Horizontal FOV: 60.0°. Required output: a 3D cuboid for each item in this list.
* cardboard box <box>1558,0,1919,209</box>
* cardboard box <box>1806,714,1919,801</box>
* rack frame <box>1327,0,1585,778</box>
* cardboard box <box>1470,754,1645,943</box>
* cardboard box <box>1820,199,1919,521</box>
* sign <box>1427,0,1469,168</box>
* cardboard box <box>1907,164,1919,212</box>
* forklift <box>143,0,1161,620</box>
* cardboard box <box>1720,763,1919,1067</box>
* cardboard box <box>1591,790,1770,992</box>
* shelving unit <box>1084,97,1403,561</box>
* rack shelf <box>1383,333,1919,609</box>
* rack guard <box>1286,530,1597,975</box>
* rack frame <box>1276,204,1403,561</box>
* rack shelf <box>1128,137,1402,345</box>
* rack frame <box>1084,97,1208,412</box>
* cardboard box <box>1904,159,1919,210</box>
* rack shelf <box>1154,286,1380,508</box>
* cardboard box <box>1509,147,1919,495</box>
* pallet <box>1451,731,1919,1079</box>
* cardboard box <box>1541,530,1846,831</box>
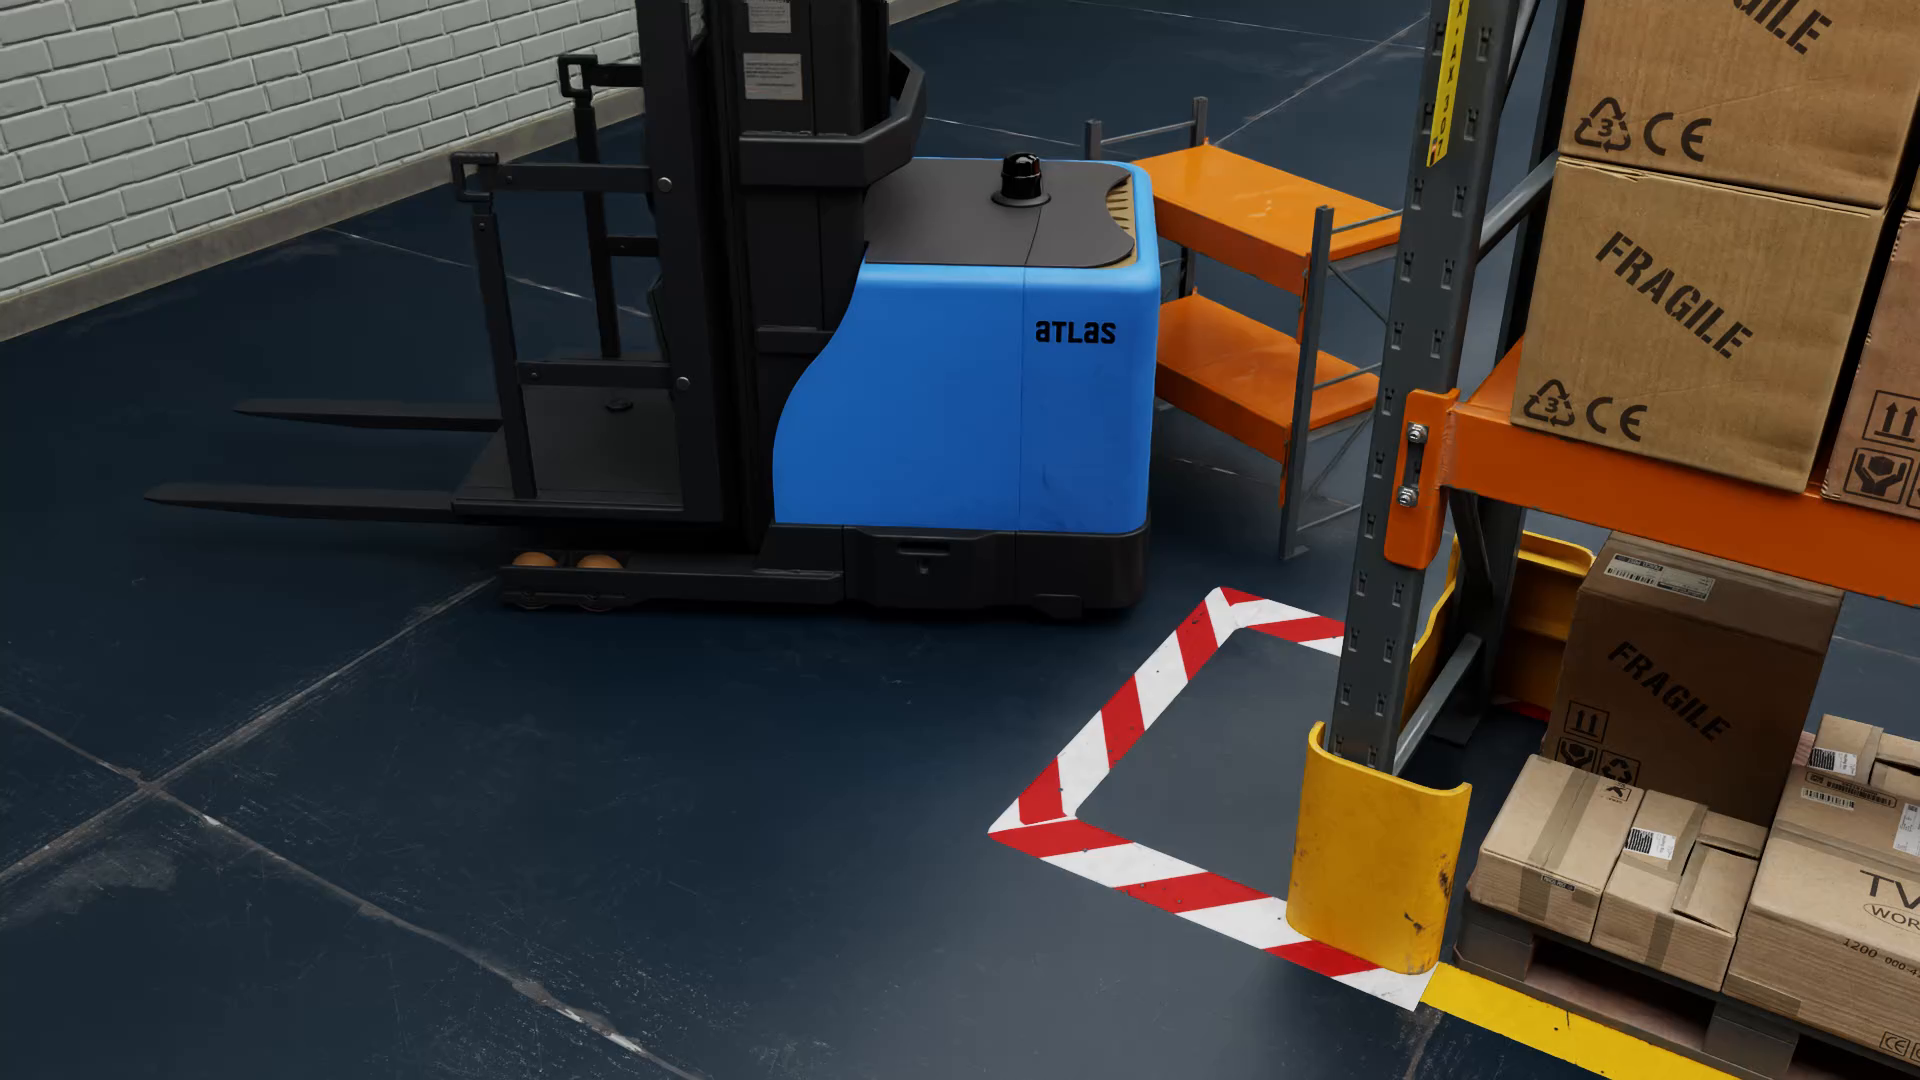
[{"bbox_3d":[1.343,-0.894,2.714,0.500,0.500,0.500,19,35,29],"label":"cardboard box"},{"bbox_3d":[1.994,0.571,3.669,0.250,0.166,0.380,18,35,27],"label":"cardboard box"},{"bbox_3d":[1.107,-0.650,3.388,0.127,3.000,1.000,18,35,27],"label":"rack frame"},{"bbox_3d":[1.279,0.650,3.551,0.250,0.149,0.380,18,35,27],"label":"cardboard box"},{"bbox_3d":[1.783,-0.326,2.733,0.500,0.500,0.500,17,34,27],"label":"cardboard box"},{"bbox_3d":[0.819,-0.792,2.772,0.005,0.325,0.100,18,35,27],"label":"sign"},{"bbox_3d":[1.790,-0.757,2.479,0.500,0.500,0.500,18,35,28],"label":"cardboard box"},{"bbox_3d":[-0.941,-1.318,4.601,3.031,2.935,1.130,2,30,3],"label":"forklift"},{"bbox_3d":[1.841,0.748,3.283,0.500,0.250,0.500,18,35,27],"label":"cardboard box"},{"bbox_3d":[1.491,0.709,3.432,0.250,0.166,0.380,18,35,27],"label":"cardboard box"},{"bbox_3d":[0.905,-0.709,5.349,0.538,1.125,1.048,-19,35,-30],"label":"shelving unit"},{"bbox_3d":[2.801,0.196,2.651,4.000,0.370,1.077,18,35,27],"label":"rack shelf"},{"bbox_3d":[1.172,0.450,3.983,0.348,0.500,1.175,18,35,27],"label":"rack guard"},{"bbox_3d":[1.196,-0.499,4.989,0.500,1.125,0.032,-19,35,-30],"label":"rack frame"},{"bbox_3d":[0.905,-0.962,5.201,0.538,0.278,1.000,-19,35,-30],"label":"rack shelf"},{"bbox_3d":[0.613,-0.919,5.709,0.500,1.125,0.032,-19,35,-30],"label":"rack frame"},{"bbox_3d":[1.631,-0.690,3.356,0.500,0.500,0.500,19,35,29],"label":"cardboard box"},{"bbox_3d":[0.905,-0.498,5.472,0.538,0.278,1.000,-19,35,-30],"label":"rack shelf"},{"bbox_3d":[1.343,-0.462,2.966,0.500,0.500,0.500,18,35,28],"label":"cardboard box"},{"bbox_3d":[1.847,0.788,3.690,1.213,0.211,1.003,18,35,27],"label":"pallet"},{"bbox_3d":[1.699,0.280,3.837,0.500,0.500,0.500,18,35,27],"label":"cardboard box"}]
